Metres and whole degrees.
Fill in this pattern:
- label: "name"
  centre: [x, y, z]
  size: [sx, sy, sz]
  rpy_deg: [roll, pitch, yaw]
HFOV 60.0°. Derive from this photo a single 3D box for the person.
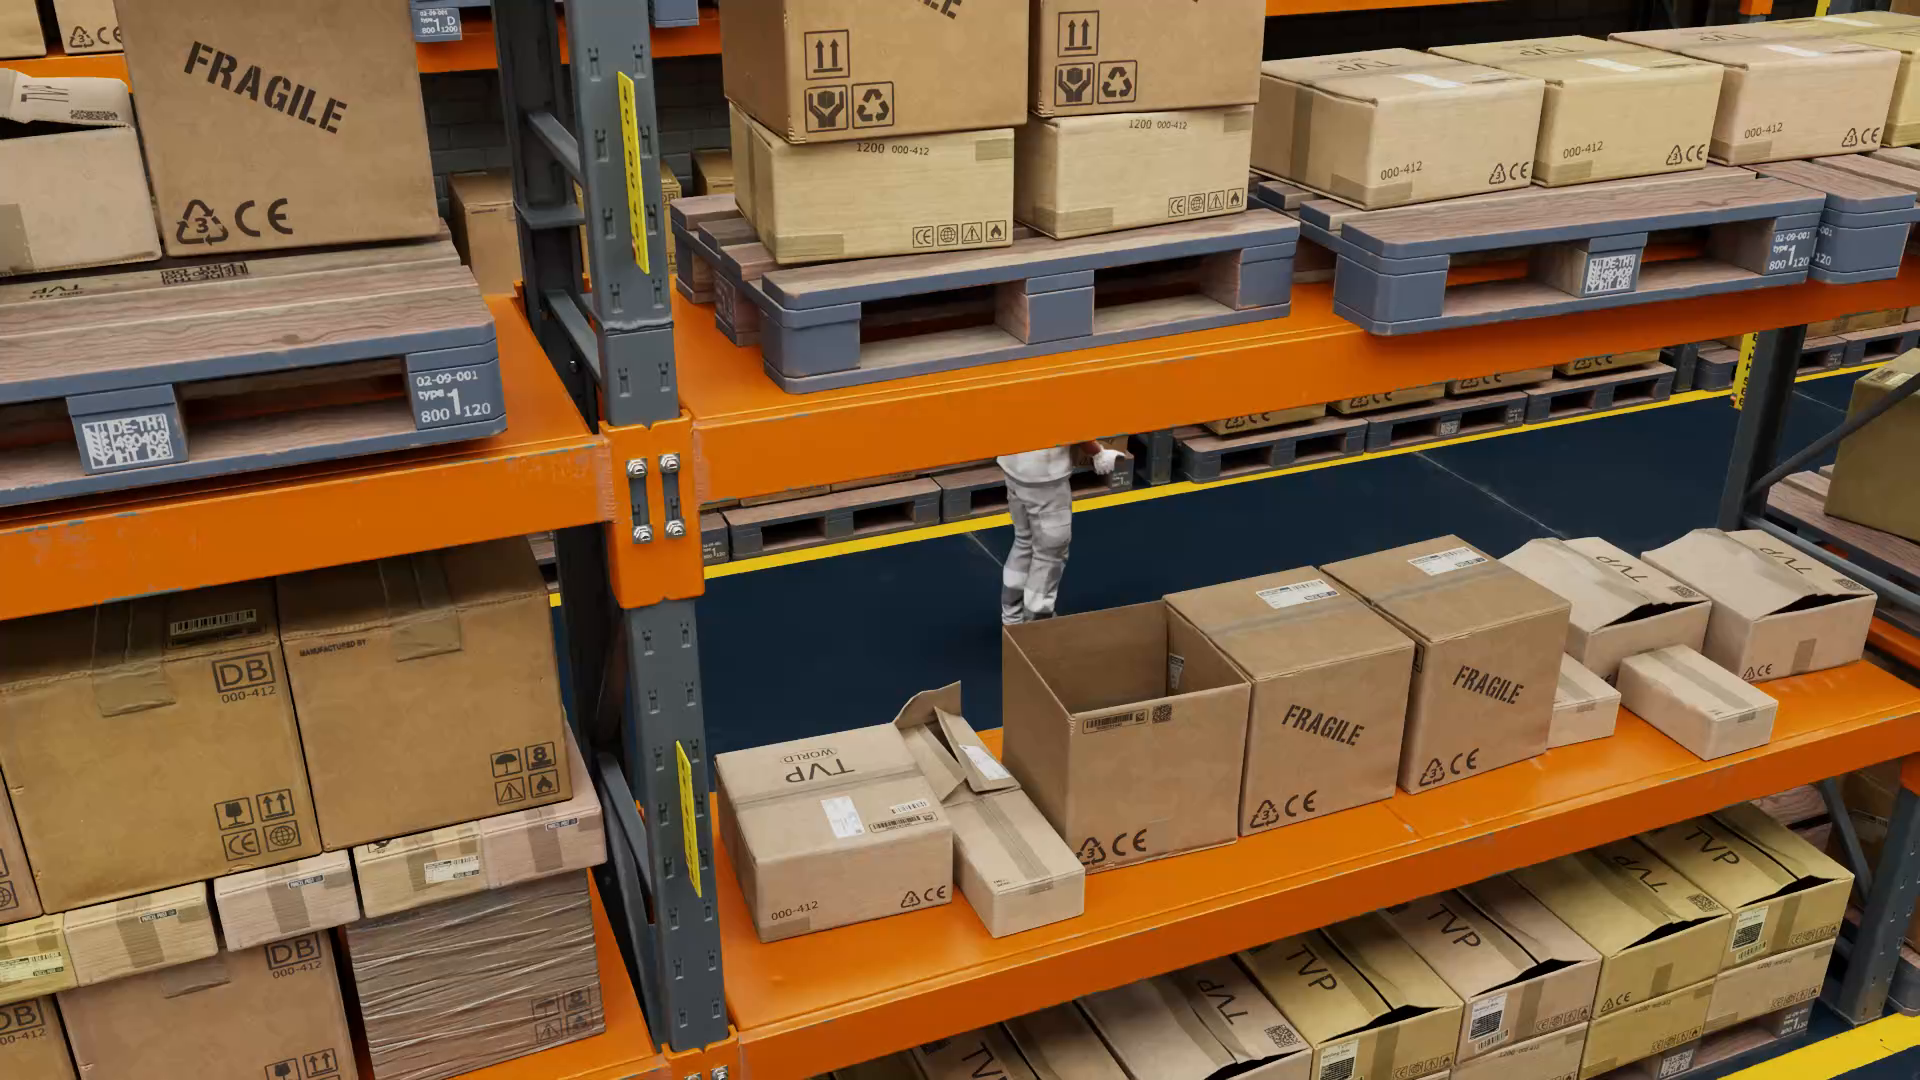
- label: "person"
  centre: [0.452, -0.333, 7.781]
  size: [0.566, 1.784, 0.494]
  rpy_deg: [-10, 27, -20]
